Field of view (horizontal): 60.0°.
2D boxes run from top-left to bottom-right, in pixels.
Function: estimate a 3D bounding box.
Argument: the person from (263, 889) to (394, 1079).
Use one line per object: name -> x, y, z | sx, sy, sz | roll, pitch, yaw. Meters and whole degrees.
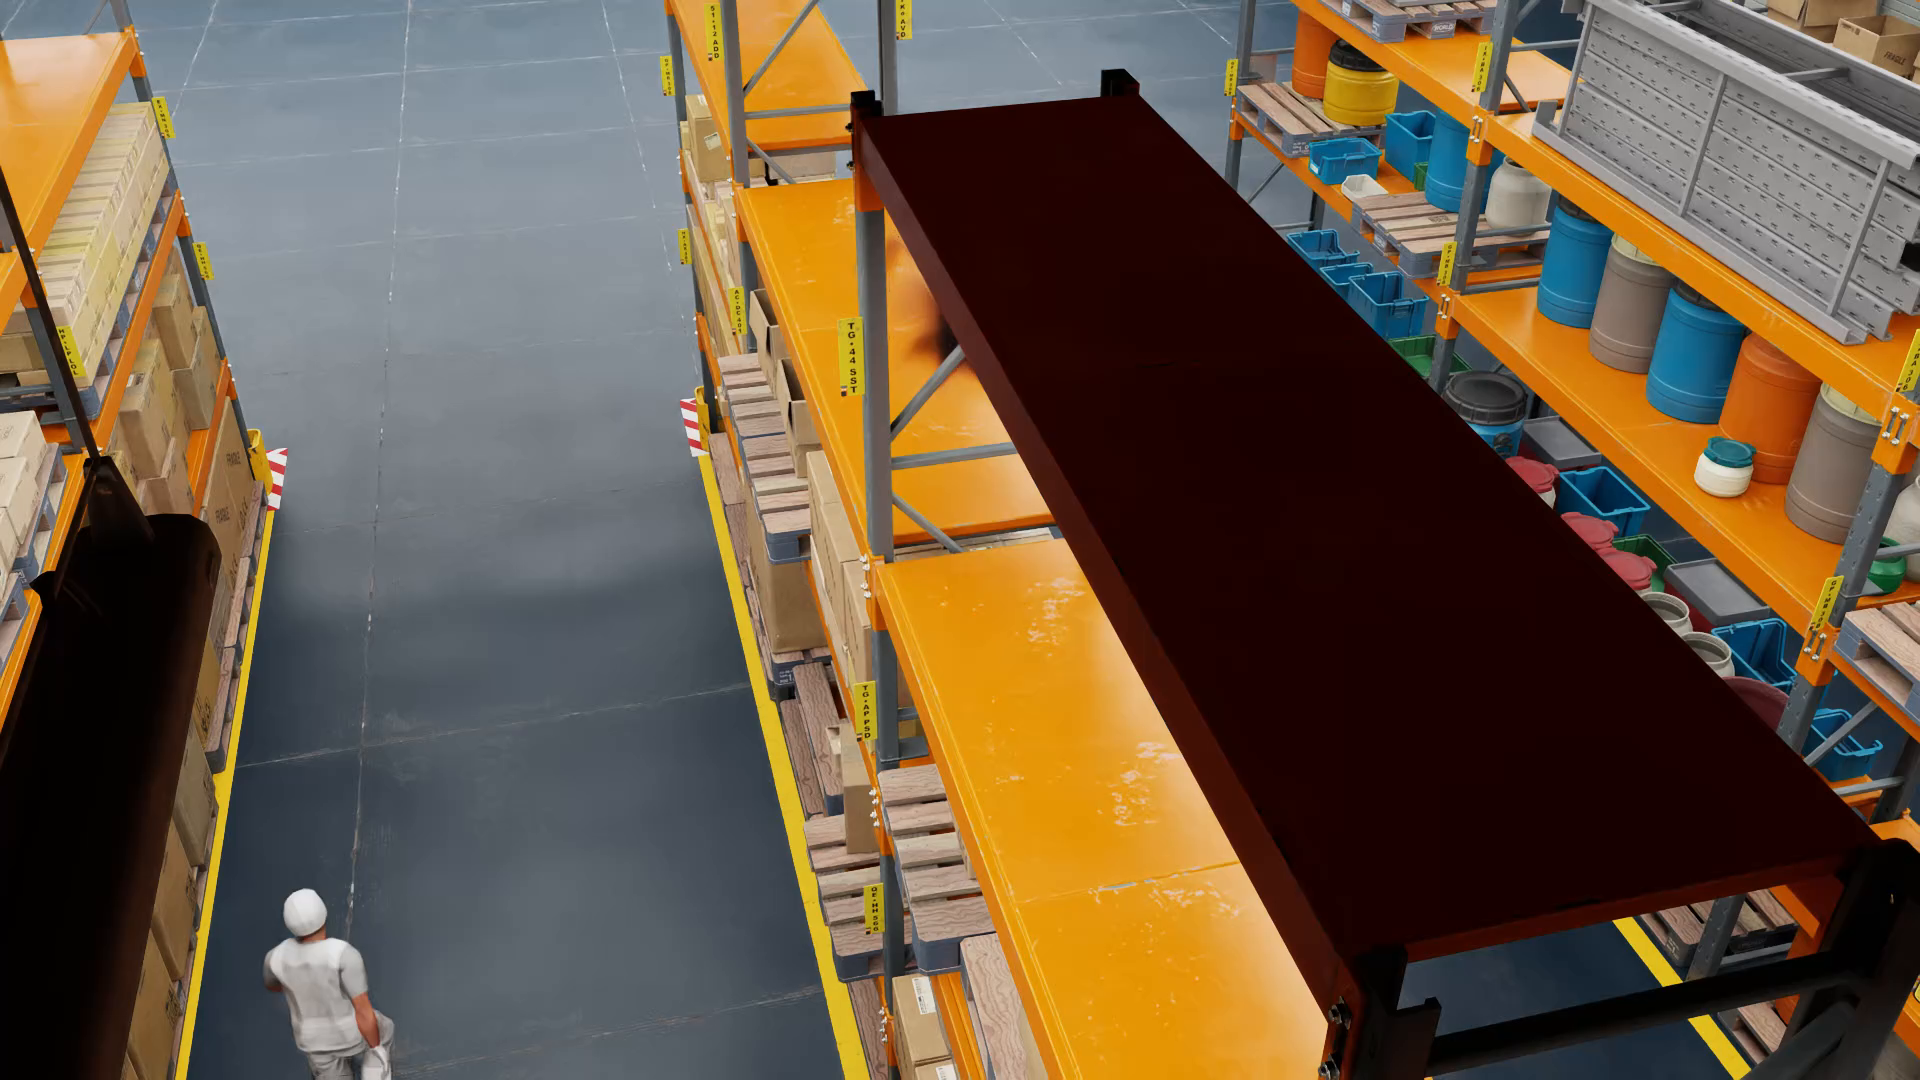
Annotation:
person -> -3.295, 2.535, 8.825 | 0.654, 1.734, 0.807 | -3, 35, -4
